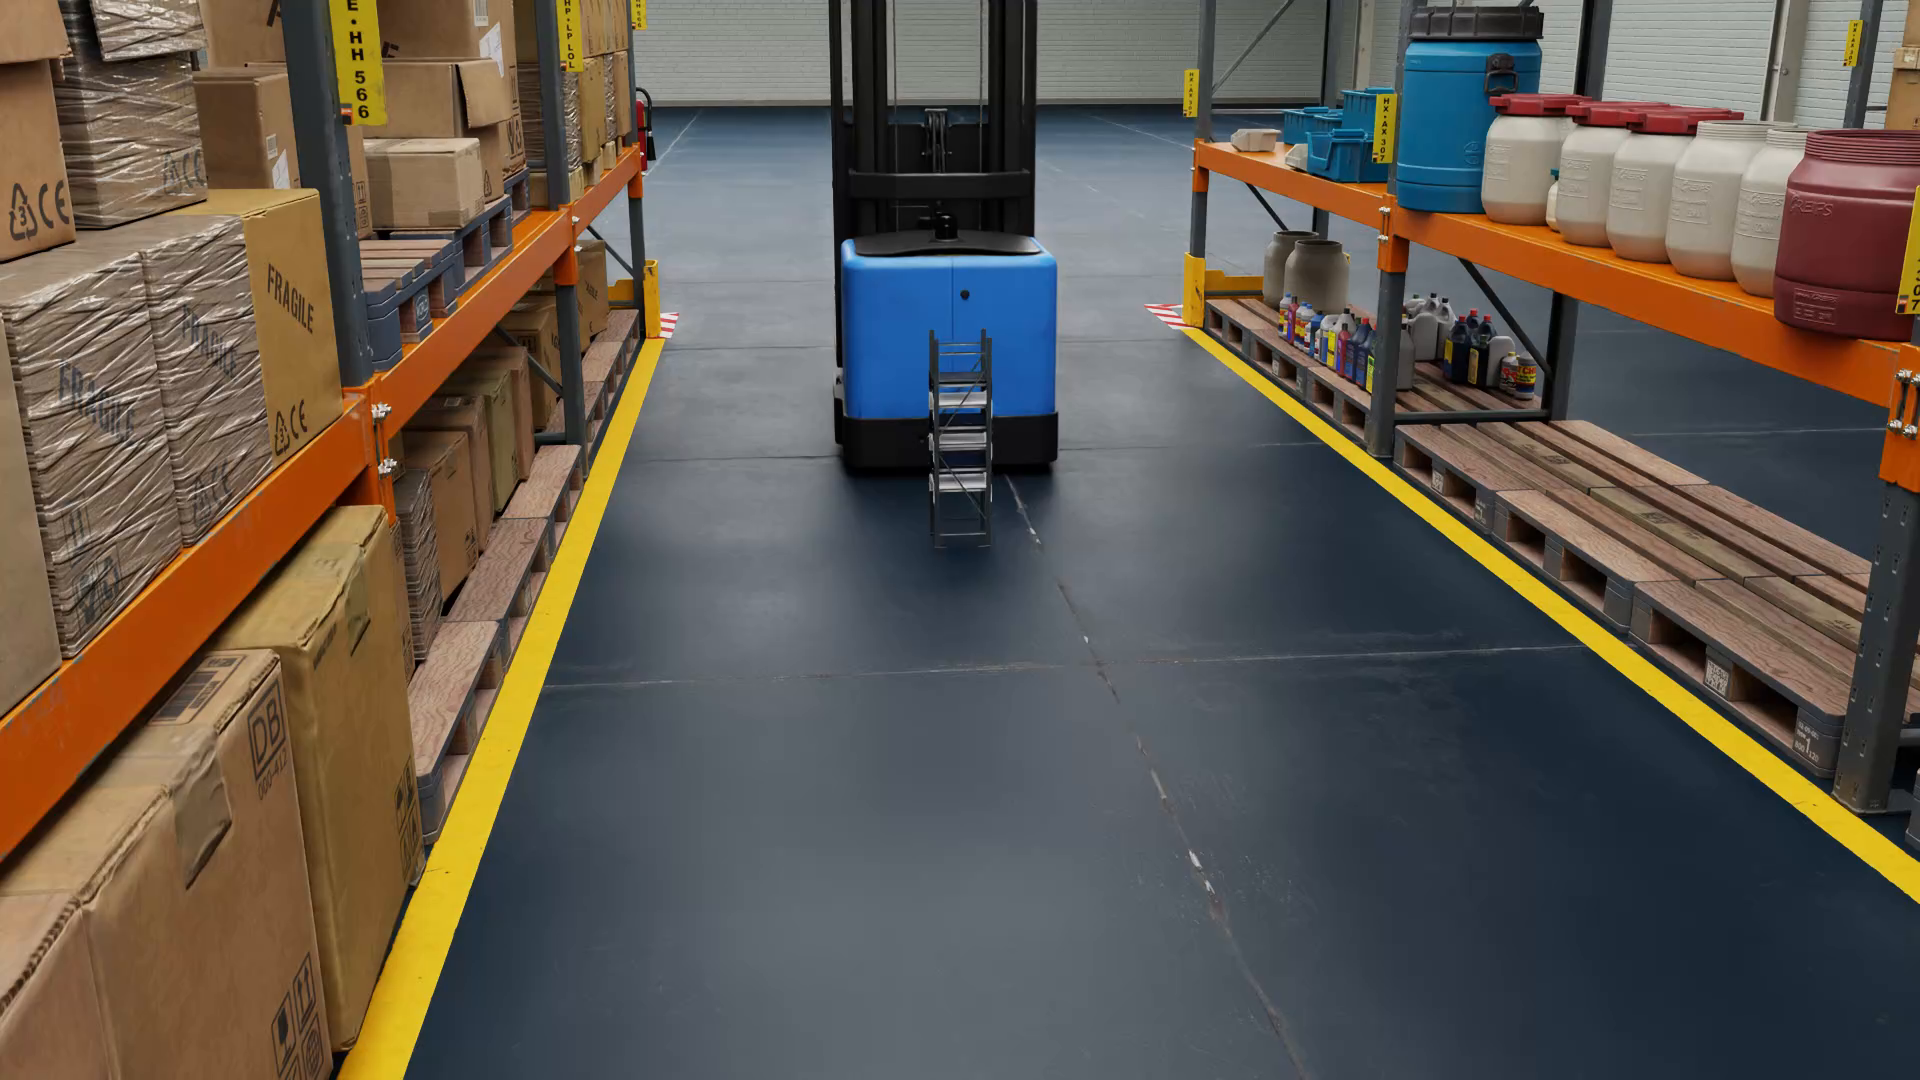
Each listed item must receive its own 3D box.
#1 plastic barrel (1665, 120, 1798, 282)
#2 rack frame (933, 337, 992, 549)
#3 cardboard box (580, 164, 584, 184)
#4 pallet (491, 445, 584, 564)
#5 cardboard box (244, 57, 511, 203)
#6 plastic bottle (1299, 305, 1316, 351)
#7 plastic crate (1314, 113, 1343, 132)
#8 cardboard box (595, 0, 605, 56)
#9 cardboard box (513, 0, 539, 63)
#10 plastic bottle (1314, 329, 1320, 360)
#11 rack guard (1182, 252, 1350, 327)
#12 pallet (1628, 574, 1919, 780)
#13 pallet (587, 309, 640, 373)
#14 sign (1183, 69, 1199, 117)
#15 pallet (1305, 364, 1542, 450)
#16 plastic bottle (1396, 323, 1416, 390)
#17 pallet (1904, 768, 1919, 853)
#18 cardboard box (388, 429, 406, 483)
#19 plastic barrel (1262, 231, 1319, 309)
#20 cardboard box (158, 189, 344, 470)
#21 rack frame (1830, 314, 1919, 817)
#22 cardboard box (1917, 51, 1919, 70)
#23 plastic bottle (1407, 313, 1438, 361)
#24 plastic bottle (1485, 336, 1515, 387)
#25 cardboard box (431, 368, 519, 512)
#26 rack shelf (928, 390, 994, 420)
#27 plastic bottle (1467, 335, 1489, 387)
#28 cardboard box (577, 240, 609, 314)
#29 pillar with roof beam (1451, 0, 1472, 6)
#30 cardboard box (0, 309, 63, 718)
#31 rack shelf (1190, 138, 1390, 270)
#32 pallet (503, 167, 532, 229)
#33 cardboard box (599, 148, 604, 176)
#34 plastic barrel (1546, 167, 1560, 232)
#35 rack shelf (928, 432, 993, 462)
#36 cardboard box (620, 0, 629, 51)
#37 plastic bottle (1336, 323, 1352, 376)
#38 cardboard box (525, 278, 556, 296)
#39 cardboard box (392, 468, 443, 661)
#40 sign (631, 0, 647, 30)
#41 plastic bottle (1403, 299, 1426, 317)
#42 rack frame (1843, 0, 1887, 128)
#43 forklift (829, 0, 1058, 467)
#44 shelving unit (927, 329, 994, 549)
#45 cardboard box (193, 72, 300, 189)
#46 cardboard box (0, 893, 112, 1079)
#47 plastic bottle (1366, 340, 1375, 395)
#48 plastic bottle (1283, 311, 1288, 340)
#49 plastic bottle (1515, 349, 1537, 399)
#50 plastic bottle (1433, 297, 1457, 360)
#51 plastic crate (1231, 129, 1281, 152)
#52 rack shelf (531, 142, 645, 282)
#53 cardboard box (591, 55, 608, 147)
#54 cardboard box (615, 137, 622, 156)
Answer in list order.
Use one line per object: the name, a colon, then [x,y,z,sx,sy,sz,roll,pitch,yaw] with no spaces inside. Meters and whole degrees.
plastic barrel: [2.657,-1.162,5.685,0.421,0.512,0.421,0,17,0]
rack frame: [0.011,-0.397,6.938,0.240,0.900,0.006,-2,18,-6]
cardboard box: [-2.109,-1.824,8.399,0.380,0.149,0.250,-2,18,-6]
pallet: [-2.238,-0.160,7.334,1.003,0.211,1.213,-2,18,-6]
cardboard box: [-2.050,-1.458,5.941,0.797,0.503,0.637,0,17,0]
plastic bottle: [2.116,-1.293,10.110,0.097,0.271,0.097,0,17,0]
plastic crate: [2.604,-2.663,10.898,0.499,0.251,0.408,-2,18,-6]
cardboard box: [-2.280,-2.977,9.320,0.500,0.500,0.500,-2,18,-6]
cardboard box: [-2.114,-2.531,7.898,0.500,0.500,0.500,-2,18,-6]
plastic bottle: [2.148,-1.169,9.831,0.097,0.201,0.097,0,17,0]
rack guard: [2.248,-1.853,12.245,1.175,0.500,0.348,-2,18,-6]
pallet: [2.978,0.415,5.503,1.003,0.211,1.213,-2,18,-6]
pallet: [-2.676,-1.318,11.022,1.003,0.211,1.213,-2,18,-6]
sign: [1.646,-3.183,11.847,0.100,0.325,0.005,-2,18,-6]
pallet: [2.579,-0.746,9.202,1.003,0.211,1.213,-2,18,-6]
plastic bottle: [2.397,-1.009,9.070,0.144,0.351,0.185,-2,18,-6]
pallet: [3.142,0.881,4.020,1.003,0.211,1.213,-2,18,-6]
cardboard box: [-2.071,-0.262,5.191,0.500,0.250,0.500,0,17,1]
plastic barrel: [2.338,-1.887,11.631,0.421,0.512,0.421,0,17,0]
cardboard box: [-1.610,-0.439,3.400,0.500,0.500,0.500,-1,17,-4]
rack frame: [3.019,-0.684,4.346,1.000,3.000,0.127,-2,18,-6]
cardboard box: [6.977,-3.374,11.666,0.380,0.149,0.250,-2,18,-7]
plastic bottle: [2.728,-1.210,9.835,0.152,0.276,0.135,-2,18,-6]
plastic bottle: [2.949,-0.990,9.134,0.152,0.276,0.135,-1,17,-4]
cardboard box: [-2.248,-0.413,6.924,0.700,0.500,0.500,-2,18,-6]
rack shelf: [0.001,-0.567,6.991,0.258,0.077,0.200,-2,18,-6]
plastic bottle: [2.843,-0.990,9.122,0.061,0.283,0.133,-2,18,-6]
cardboard box: [-2.685,-1.735,11.168,0.500,0.500,0.500,1,17,5]
pillar with roof beam: [6.223,-13.071,33.788,9.100,9.000,0.400,-2,18,-6]
cardboard box: [-1.456,0.016,1.951,0.500,0.500,0.500,-1,17,-5]
rack shelf: [2.400,-2.128,10.148,1.077,0.370,4.000,-2,18,-6]
pallet: [-2.386,-1.399,6.944,1.003,0.211,1.213,-2,18,-6]
cardboard box: [-2.211,-2.122,9.348,0.380,0.149,0.250,-2,18,-6]
plastic barrel: [2.590,-1.410,6.892,0.301,0.262,0.301,0,17,0]
rack shelf: [0.001,-0.395,7.045,0.258,0.077,0.200,-2,18,-6]
cardboard box: [-2.430,-3.424,10.744,0.500,0.500,0.500,-2,18,-6]
plastic bottle: [2.175,-1.077,9.399,0.061,0.283,0.133,-1,17,-2]
cardboard box: [-2.530,-1.203,9.474,0.500,0.500,0.500,-3,18,-11]
cardboard box: [-2.067,0.088,5.327,0.700,0.500,0.500,-3,18,-10]
sign: [-2.179,-3.628,11.266,0.100,0.325,0.005,-2,18,-6]
plastic bottle: [2.818,-1.368,10.339,0.152,0.276,0.135,-2,18,-5]
rack frame: [7.121,-3.219,12.422,1.000,3.000,0.127,-2,18,-6]
forklift: [-0.162,-2.144,9.113,1.130,2.935,3.031,-1,17,-5]
shelving unit: [0.001,-0.427,7.035,0.258,0.900,0.210,-2,18,-6]
cardboard box: [-2.003,-0.938,4.290,0.500,0.500,0.500,-4,18,-12]
cardboard box: [-1.674,1.018,1.772,1.225,0.875,0.875,-2,18,-8]
plastic bottle: [2.229,-0.922,8.907,0.061,0.283,0.133,-1,17,-3]
plastic bottle: [2.081,-1.361,10.442,0.097,0.201,0.097,0,17,0]
plastic bottle: [3.010,-0.892,8.831,0.097,0.271,0.097,0,17,0]
plastic bottle: [2.873,-1.258,9.863,0.144,0.351,0.185,-2,18,-6]
plastic crate: [1.966,-2.665,11.097,0.298,0.136,0.250,-2,18,-6]
rack shelf: [-2.526,-1.975,9.661,1.077,0.370,4.000,-2,18,-6]
cardboard box: [-2.484,-2.494,9.450,0.875,0.500,0.500,-2,18,-6]
cardboard box: [-2.396,-2.568,10.769,0.380,0.149,0.250,-2,18,-6]
